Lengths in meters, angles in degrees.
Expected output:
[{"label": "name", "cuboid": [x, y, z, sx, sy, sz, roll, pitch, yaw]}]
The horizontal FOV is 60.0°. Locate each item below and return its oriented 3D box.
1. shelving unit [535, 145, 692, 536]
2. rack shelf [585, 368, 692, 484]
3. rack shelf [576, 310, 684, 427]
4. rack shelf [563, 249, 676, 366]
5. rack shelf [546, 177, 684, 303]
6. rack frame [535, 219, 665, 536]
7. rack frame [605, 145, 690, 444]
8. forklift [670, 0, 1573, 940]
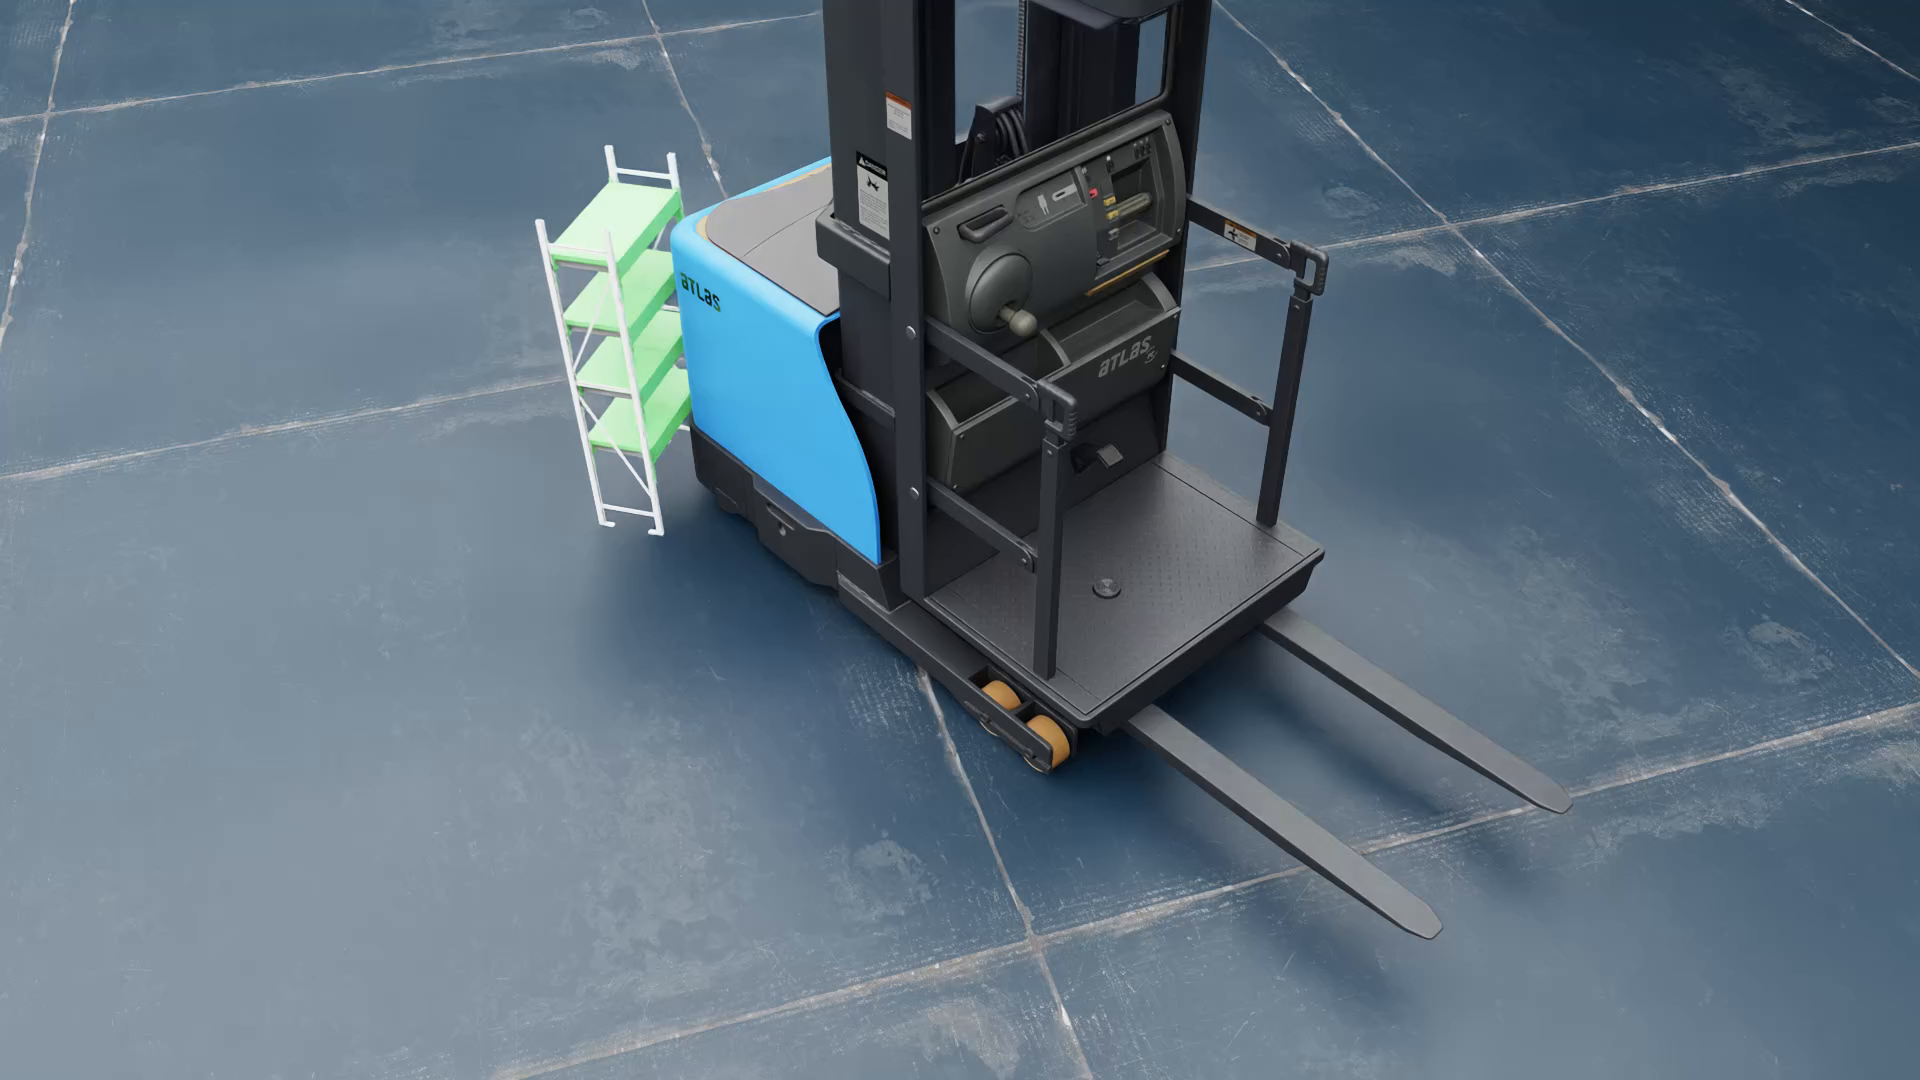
[{"label": "shelving unit", "cuboid": [-1.087, -0.648, 5.575, 0.258, 1.200, 0.503, 10, 42, 13]}, {"label": "rack shelf", "cuboid": [-1.081, -0.418, 5.773, 0.258, 0.148, 0.480, 10, 42, 13]}, {"label": "rack shelf", "cuboid": [-1.086, -0.599, 5.617, 0.258, 0.148, 0.480, 10, 42, 13]}, {"label": "rack shelf", "cuboid": [-1.091, -0.781, 5.460, 0.258, 0.148, 0.480, 10, 42, 13]}, {"label": "rack shelf", "cuboid": [-1.096, -0.963, 5.303, 0.258, 0.148, 0.480, 10, 42, 13]}, {"label": "rack frame", "cuboid": [-1.155, -0.493, 5.398, 0.240, 1.200, 0.015, 10, 42, 13]}, {"label": "rack frame", "cuboid": [-1.020, -0.802, 5.752, 0.240, 1.200, 0.015, 10, 42, 13]}, {"label": "forklift", "cuboid": [0.425, -0.798, 4.436, 1.130, 2.935, 3.031, -31, 50, -31]}]
